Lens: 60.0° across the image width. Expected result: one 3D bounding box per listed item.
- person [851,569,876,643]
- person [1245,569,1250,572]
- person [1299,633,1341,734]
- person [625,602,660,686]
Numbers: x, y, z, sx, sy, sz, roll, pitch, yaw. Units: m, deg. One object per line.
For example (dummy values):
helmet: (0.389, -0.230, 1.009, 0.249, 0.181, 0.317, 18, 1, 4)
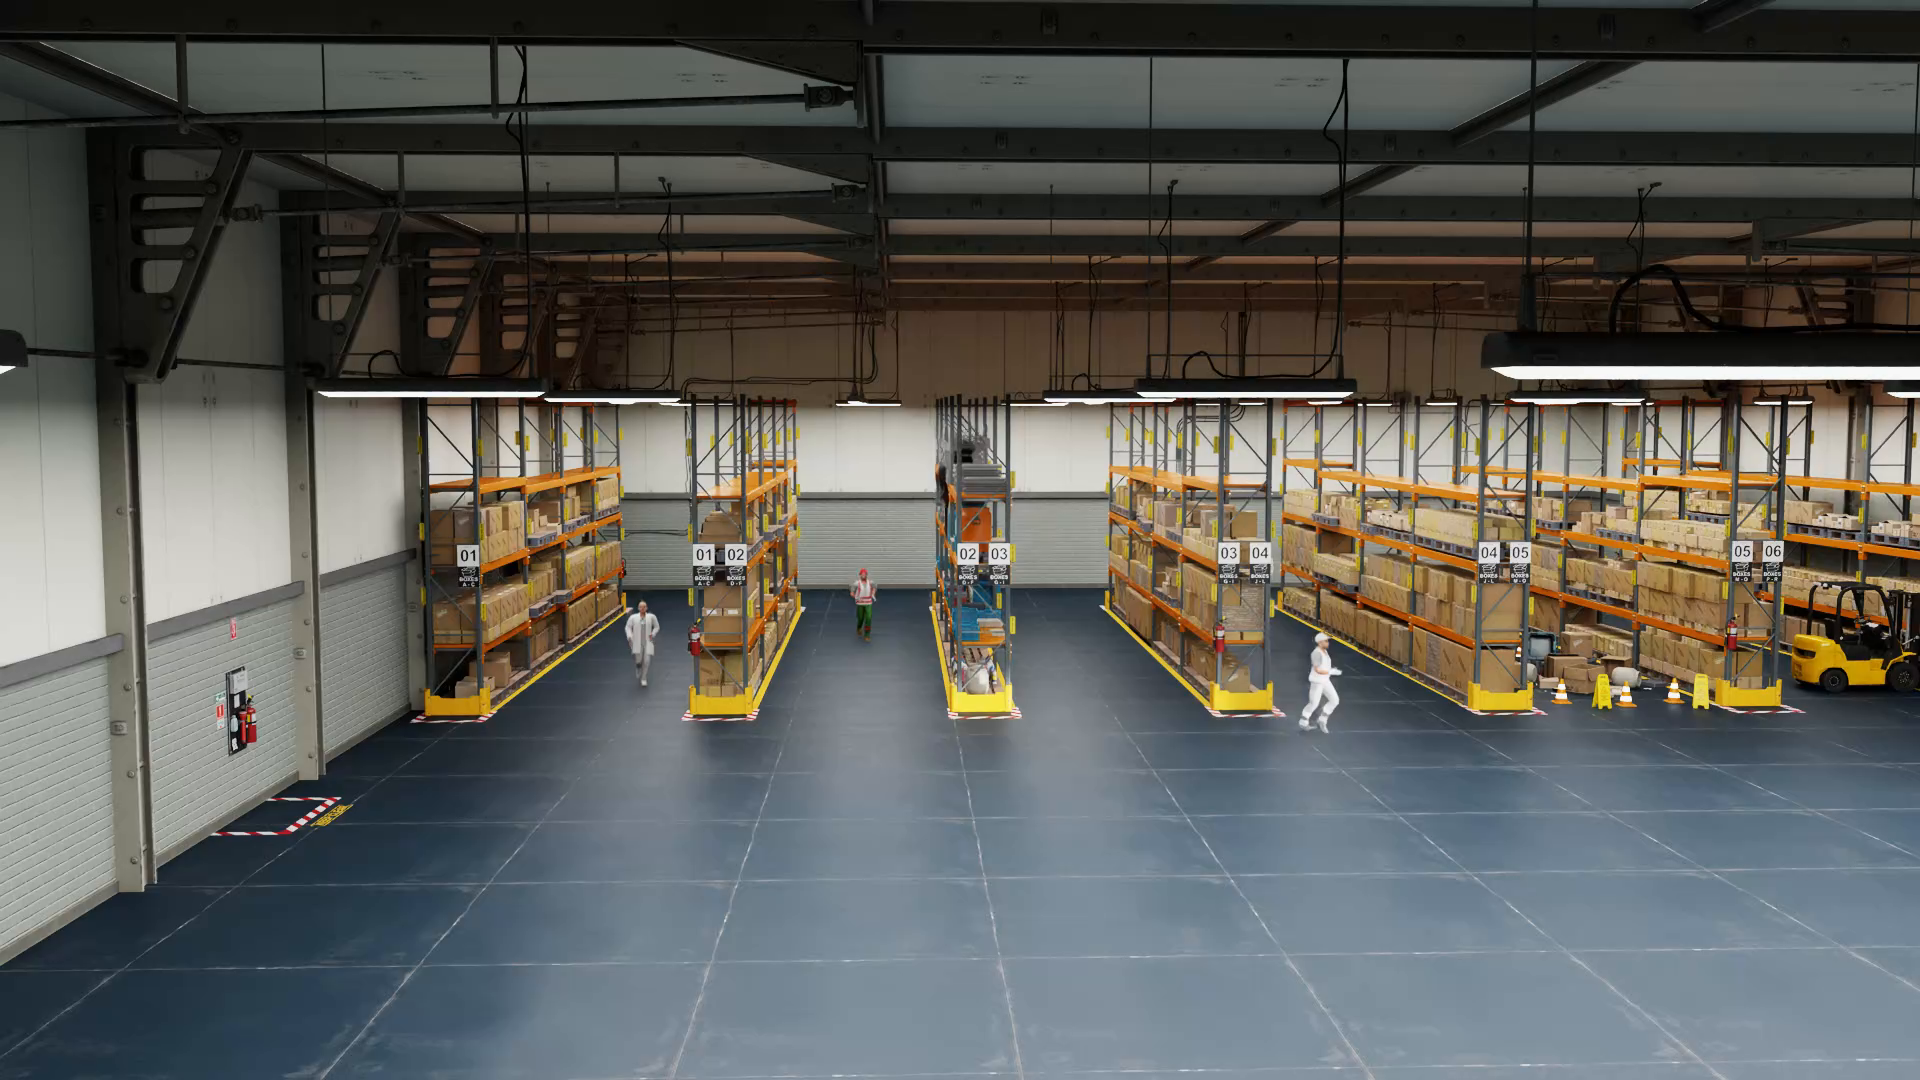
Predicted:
person: (-2.370, 1.605, 41.055, 0.656, 1.789, 0.956, -1, 5, -13)
person: (8.372, 1.112, 48.151, 0.577, 1.625, 0.616, -4, 6, -43)
person: (6.373, 2.527, 29.303, 0.804, 1.796, 0.643, 4, 6, 38)
person: (-6.585, 2.146, 34.540, 0.710, 1.733, 0.638, -1, 5, -13)
